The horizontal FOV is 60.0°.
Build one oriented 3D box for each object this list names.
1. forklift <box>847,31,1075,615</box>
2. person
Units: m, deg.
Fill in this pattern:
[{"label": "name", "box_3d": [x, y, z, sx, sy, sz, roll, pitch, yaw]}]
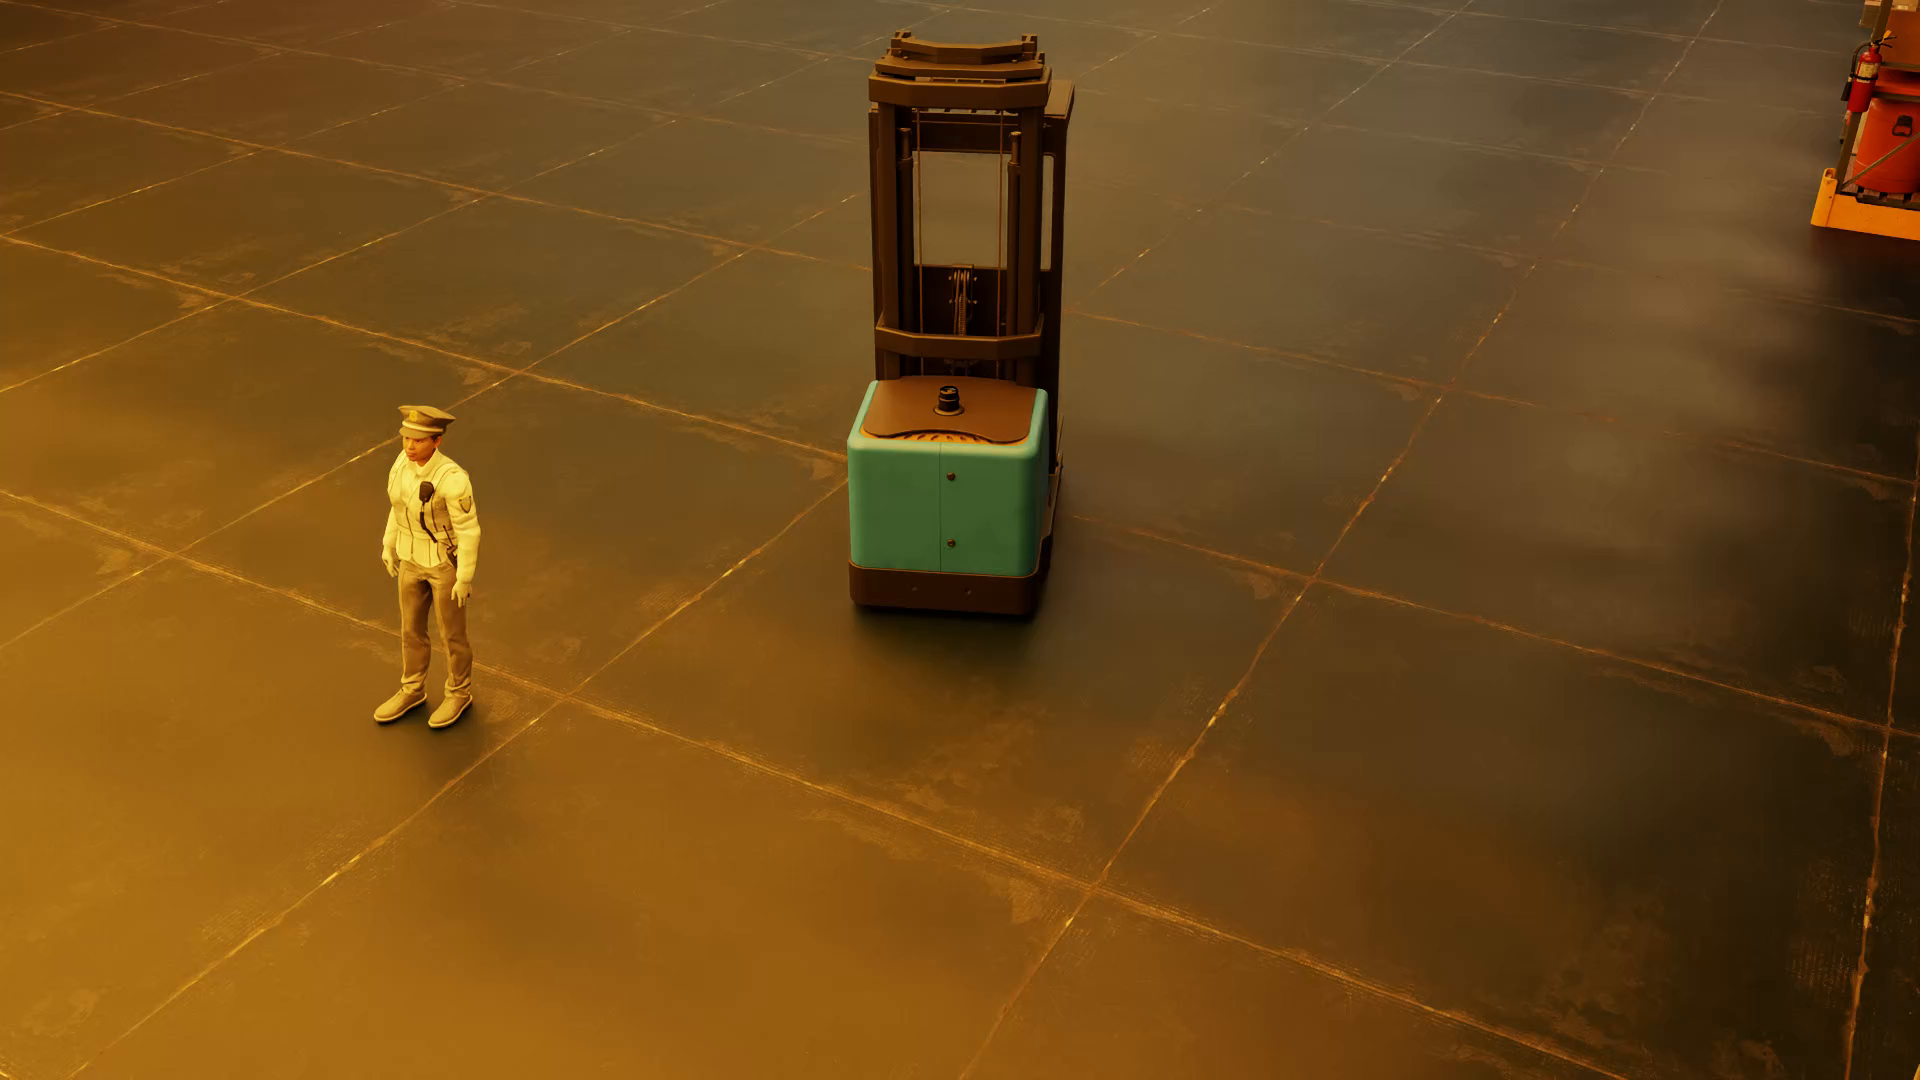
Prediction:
[{"label": "forklift", "box_3d": [0.072, -1.572, 9.794, 1.130, 2.935, 3.031, 3, 30, 6]}, {"label": "person", "box_3d": [-2.598, 0.138, 8.054, 0.588, 1.697, 0.534, 17, 34, 27]}]
